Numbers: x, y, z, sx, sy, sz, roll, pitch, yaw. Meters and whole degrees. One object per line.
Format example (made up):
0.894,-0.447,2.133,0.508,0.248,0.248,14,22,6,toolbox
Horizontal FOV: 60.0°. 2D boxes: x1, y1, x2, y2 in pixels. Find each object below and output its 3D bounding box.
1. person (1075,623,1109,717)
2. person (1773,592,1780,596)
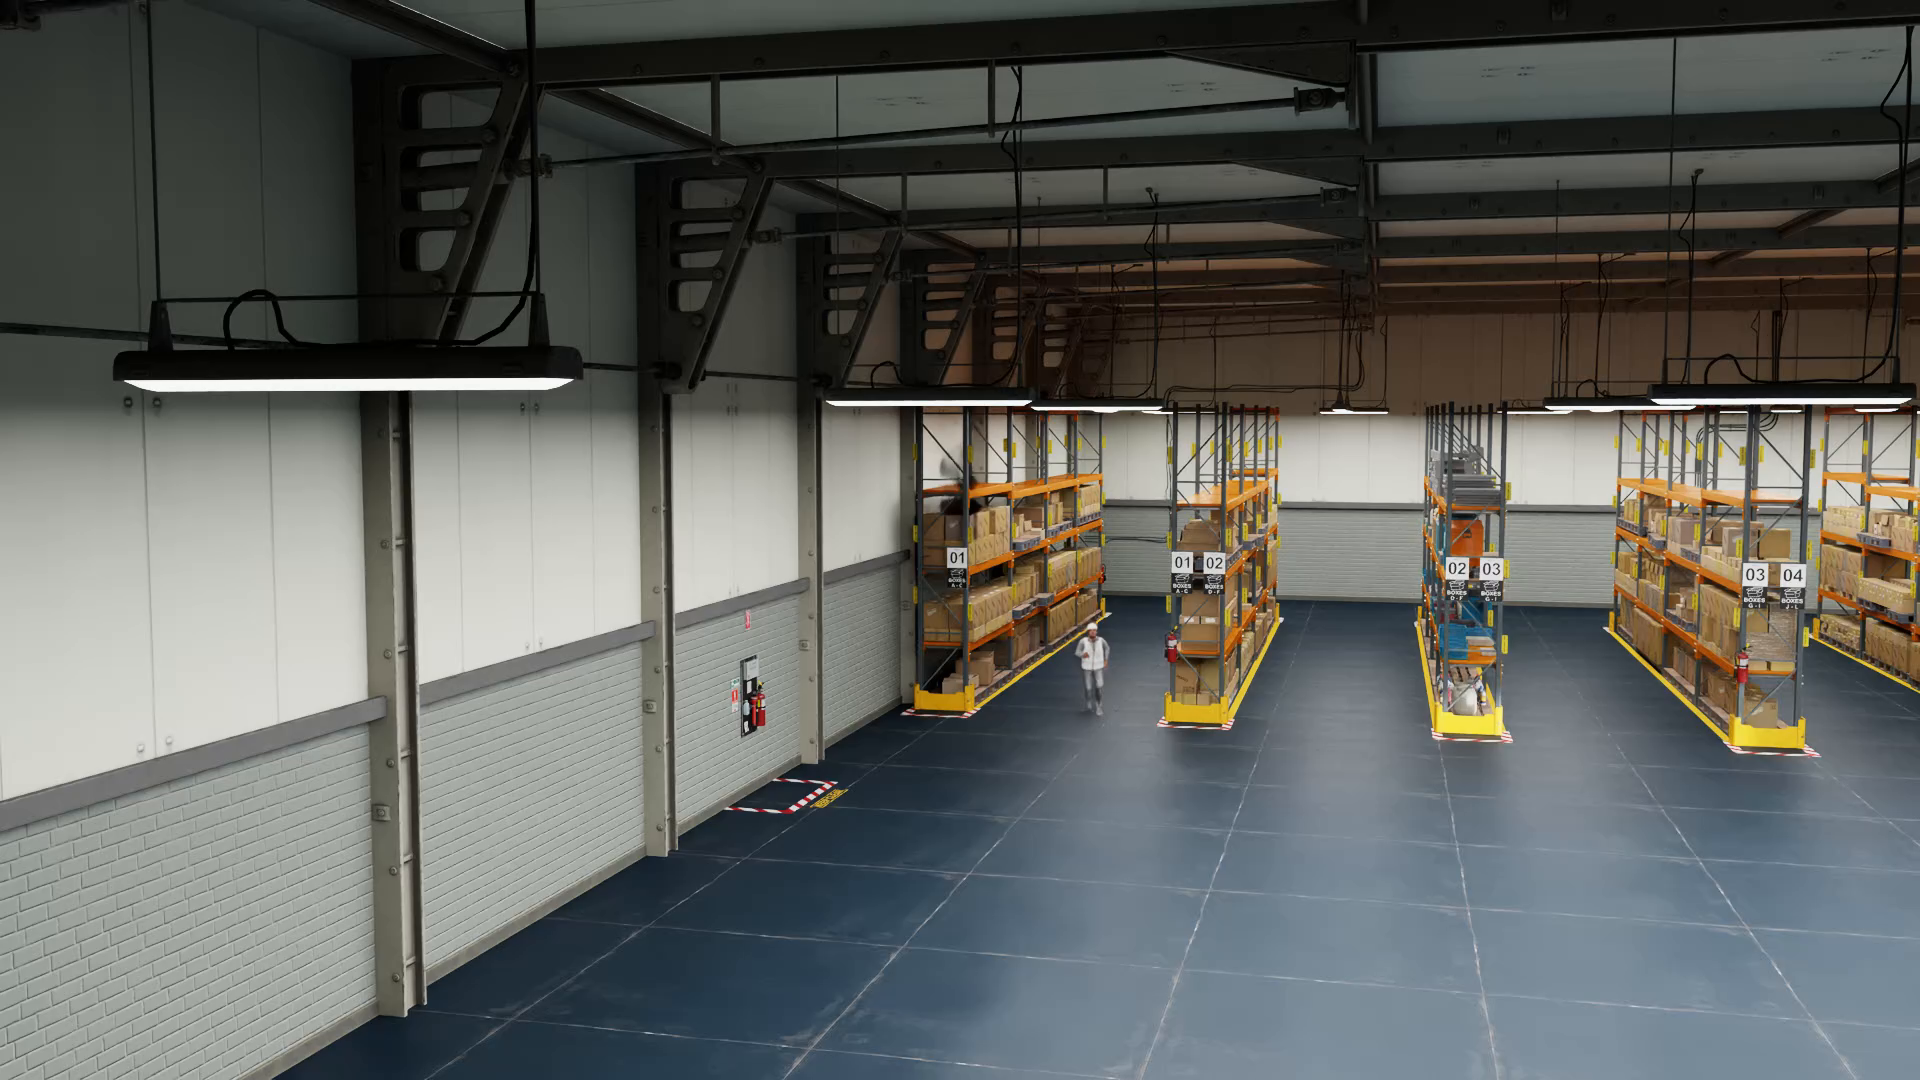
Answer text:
2.558,2.487,32.108,0.674,1.808,0.819,0,4,1,person
21.517,1.652,43.596,0.750,1.700,0.655,4,6,41,person
